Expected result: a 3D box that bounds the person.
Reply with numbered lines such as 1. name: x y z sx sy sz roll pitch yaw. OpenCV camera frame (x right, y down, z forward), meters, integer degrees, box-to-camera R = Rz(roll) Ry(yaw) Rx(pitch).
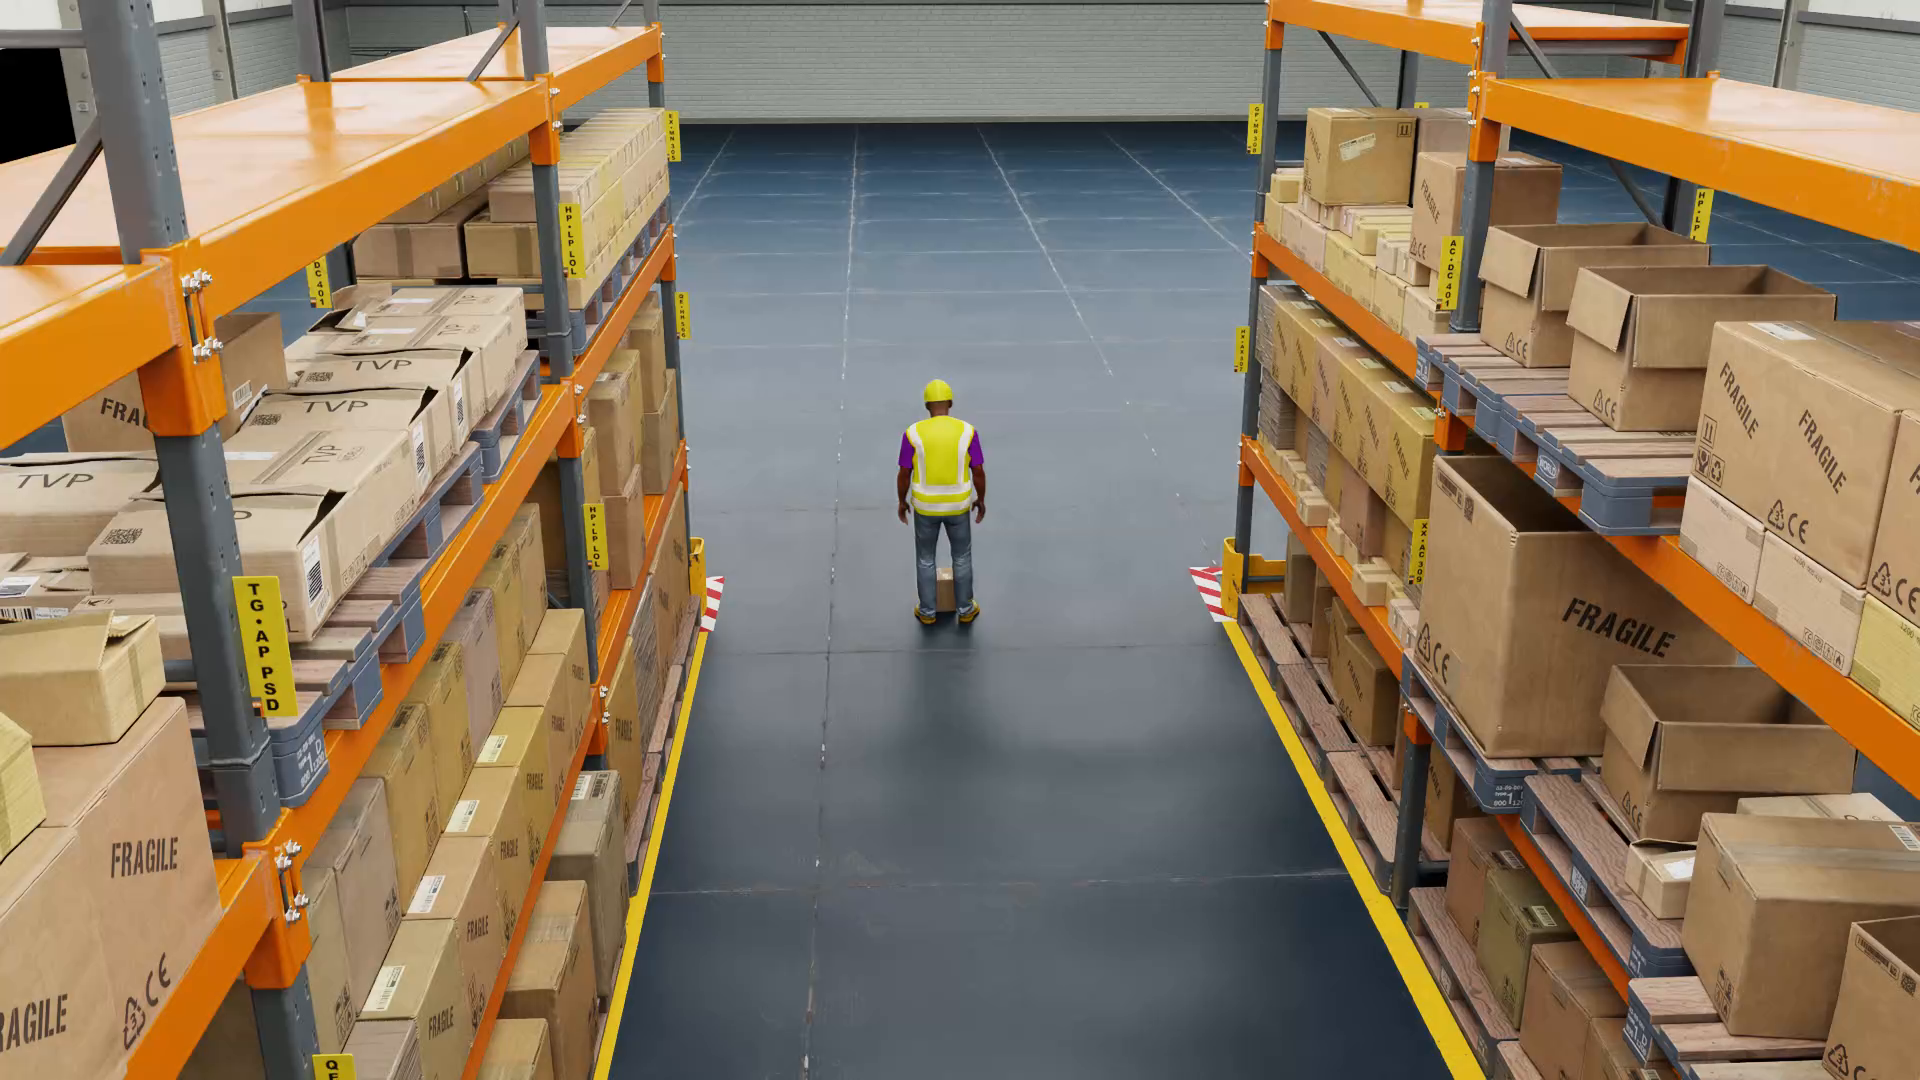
1. person: -0.128 -0.262 11.765 0.628 1.758 0.456 -1 20 -3
